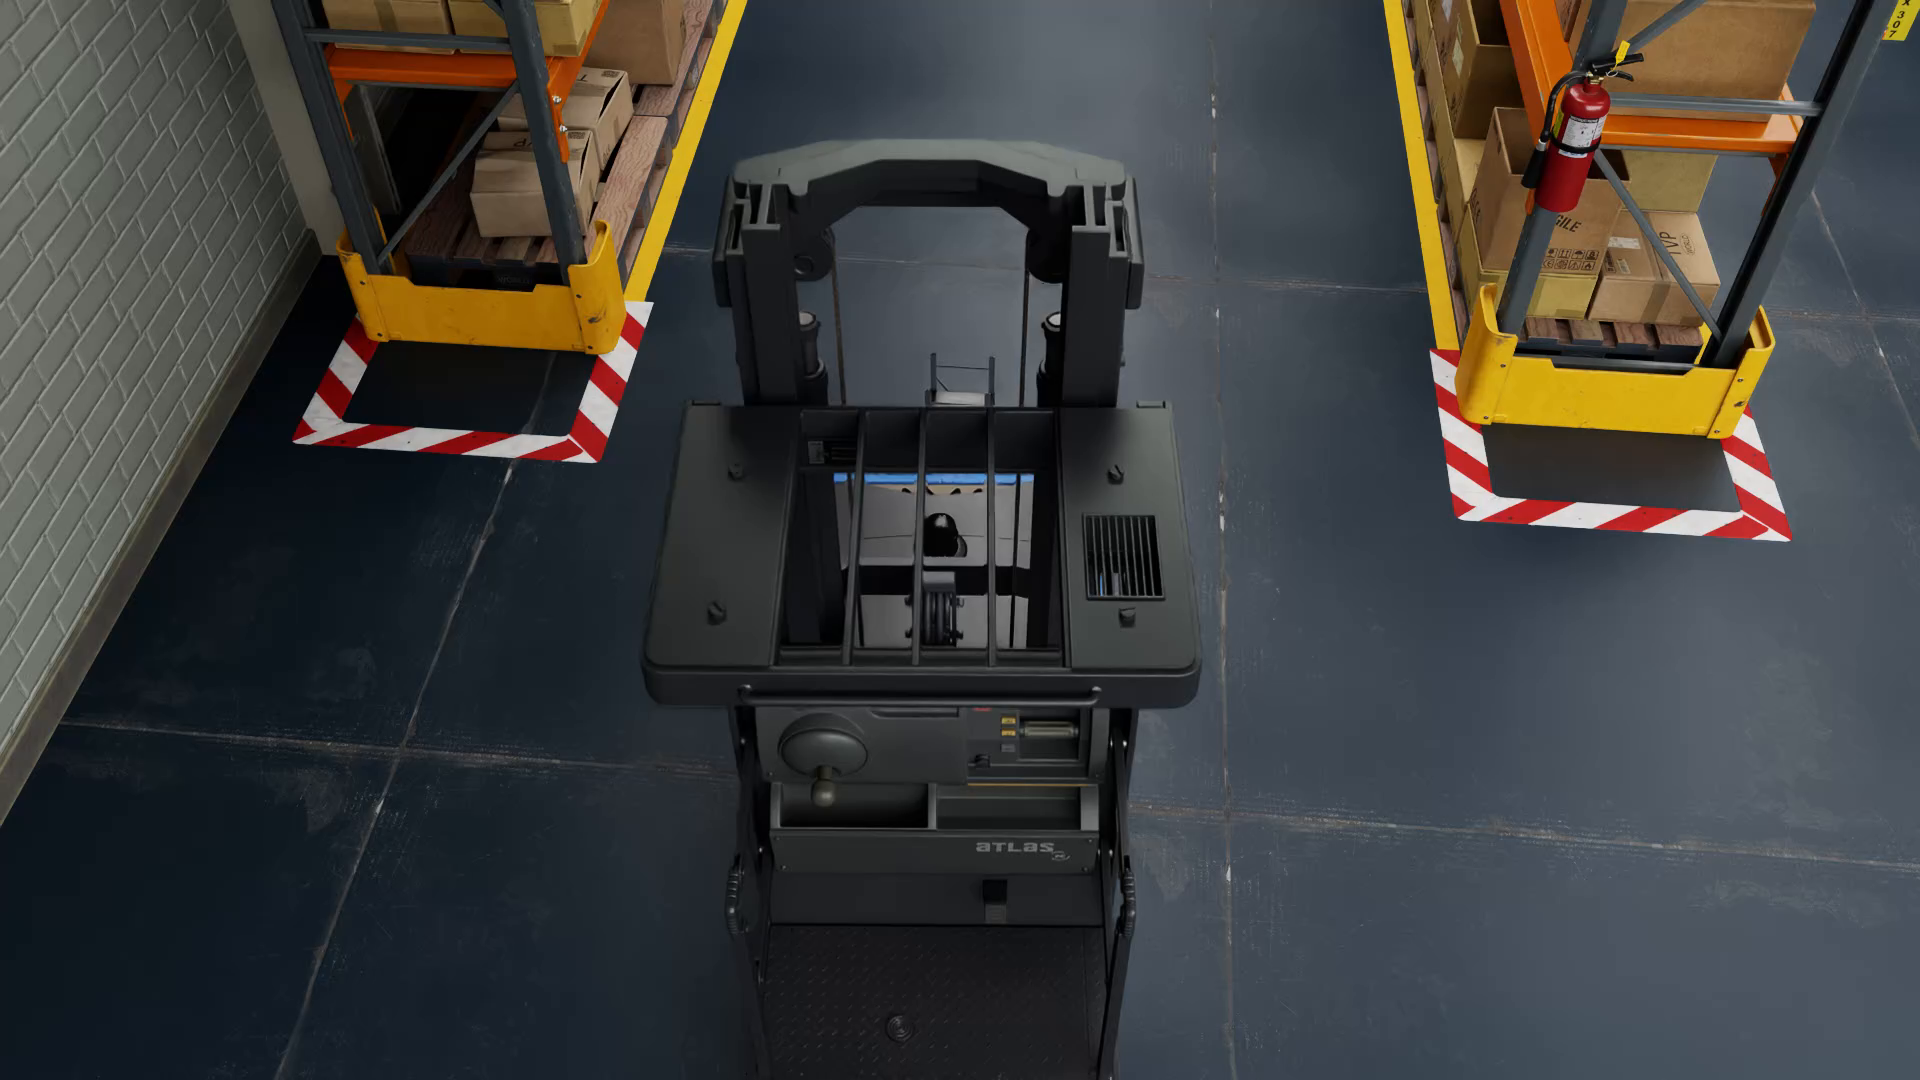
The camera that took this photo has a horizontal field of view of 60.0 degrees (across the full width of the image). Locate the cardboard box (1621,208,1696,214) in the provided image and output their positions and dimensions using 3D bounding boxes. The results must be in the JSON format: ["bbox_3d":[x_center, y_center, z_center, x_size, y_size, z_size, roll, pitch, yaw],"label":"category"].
[{"bbox_3d":[3.097,-1.589,7.776,0.500,0.250,0.500,4,48,4],"label":"cardboard box"}]

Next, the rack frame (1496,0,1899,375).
[{"bbox_3d":[2.785,-1.629,6.233,1.000,3.000,0.127,4,48,4],"label":"rack frame"}]

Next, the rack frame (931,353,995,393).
[{"bbox_3d":[0.010,-0.384,6.518,0.240,0.900,0.006,4,48,4],"label":"rack frame"}]

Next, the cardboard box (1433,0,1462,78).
[{"bbox_3d":[2.661,-2.613,8.203,0.500,0.500,0.500,4,48,4],"label":"cardboard box"}]

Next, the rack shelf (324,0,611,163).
[{"bbox_3d":[-1.967,-3.186,8.145,1.077,0.370,4.000,4,48,4],"label":"rack shelf"}]

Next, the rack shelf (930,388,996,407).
[{"bbox_3d":[0.001,-0.469,6.275,0.258,0.077,0.200,4,48,4],"label":"rack shelf"}]

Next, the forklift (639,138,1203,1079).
[{"bbox_3d":[-0.072,0.607,4.235,1.130,2.935,3.031,0,48,0],"label":"forklift"}]

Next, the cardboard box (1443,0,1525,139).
[{"bbox_3d":[2.614,-2.245,7.868,0.500,0.500,0.500,4,48,4],"label":"cardboard box"}]

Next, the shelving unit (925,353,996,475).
[{"bbox_3d":[0.001,-0.310,6.449,0.258,0.900,0.210,4,48,4],"label":"shelving unit"}]

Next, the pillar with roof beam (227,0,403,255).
[{"bbox_3d":[1.341,-4.267,4.580,9.100,9.000,0.400,4,48,4],"label":"pillar with roof beam"}]

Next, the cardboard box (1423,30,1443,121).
[{"bbox_3d":[2.664,-2.359,8.480,0.500,0.250,0.500,4,48,4],"label":"cardboard box"}]

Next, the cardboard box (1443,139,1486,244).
[{"bbox_3d":[2.573,-1.625,7.808,0.500,0.250,0.500,4,48,4],"label":"cardboard box"}]

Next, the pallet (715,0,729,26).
[{"bbox_3d":[-1.810,-3.461,9.799,1.003,0.211,1.213,4,48,4],"label":"pallet"}]

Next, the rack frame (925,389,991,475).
[{"bbox_3d":[-0.009,-0.235,6.381,0.240,0.900,0.006,4,48,4],"label":"rack frame"}]

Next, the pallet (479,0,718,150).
[{"bbox_3d":[-1.919,-2.563,8.977,1.003,0.211,1.213,4,48,4],"label":"pallet"}]

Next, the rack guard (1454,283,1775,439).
[{"bbox_3d":[2.782,-0.767,7.139,1.175,0.500,0.348,4,48,4],"label":"rack guard"}]

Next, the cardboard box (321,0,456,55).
[{"bbox_3d":[-2.299,-2.272,6.909,0.500,0.250,0.500,4,48,4],"label":"cardboard box"}]

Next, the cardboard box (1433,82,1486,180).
[{"bbox_3d":[2.617,-1.992,8.144,0.500,0.250,0.500,4,48,4],"label":"cardboard box"}]

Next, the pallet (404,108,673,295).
[{"bbox_3d":[-2.033,-1.668,8.159,1.003,0.211,1.213,4,48,4],"label":"pallet"}]

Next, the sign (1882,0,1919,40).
[{"bbox_3d":[3.337,-1.906,5.846,0.100,0.325,0.005,4,48,4],"label":"sign"}]

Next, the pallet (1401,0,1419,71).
[{"bbox_3d":[3.035,-3.045,9.418,1.003,0.211,1.213,4,48,4],"label":"pallet"}]

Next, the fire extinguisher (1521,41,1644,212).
[{"bbox_3d":[2.311,-1.547,6.211,0.296,0.674,0.183,4,48,4],"label":"fire extinguisher"}]

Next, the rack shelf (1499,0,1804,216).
[{"bbox_3d":[2.967,-2.856,7.842,1.077,0.370,4.000,4,48,4],"label":"rack shelf"}]

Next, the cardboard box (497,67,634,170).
[{"bbox_3d":[-1.944,-2.121,8.207,0.500,0.311,0.500,7,48,7],"label":"cardboard box"}]

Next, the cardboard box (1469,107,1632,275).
[{"bbox_3d":[2.537,-1.510,7.195,0.500,0.500,0.500,4,48,4],"label":"cardboard box"}]

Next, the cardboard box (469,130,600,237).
[{"bbox_3d":[-1.996,-1.703,7.824,0.500,0.311,0.500,-1,48,-1],"label":"cardboard box"}]

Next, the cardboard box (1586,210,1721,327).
[{"bbox_3d":[3.055,-1.222,7.439,0.500,0.250,0.500,4,48,4],"label":"cardboard box"}]

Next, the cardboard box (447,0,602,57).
[{"bbox_3d":[-1.788,-2.252,6.891,0.500,0.250,0.500,3,48,2],"label":"cardboard box"}]

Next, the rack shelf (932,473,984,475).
[{"bbox_3d":[0.001,-0.287,6.474,0.258,0.077,0.200,4,48,4],"label":"rack shelf"}]

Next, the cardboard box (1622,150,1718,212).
[{"bbox_3d":[3.099,-1.842,7.499,0.500,0.500,0.500,4,48,4],"label":"cardboard box"}]

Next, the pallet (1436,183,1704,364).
[{"bbox_3d":[2.813,-1.252,7.778,1.003,0.211,1.213,4,48,4],"label":"pallet"}]

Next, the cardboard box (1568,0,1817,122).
[{"bbox_3d":[2.840,-2.005,6.509,0.700,0.500,0.500,4,48,4],"label":"cardboard box"}]

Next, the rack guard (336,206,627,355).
[{"bbox_3d":[-2.142,-1.171,7.508,1.175,0.500,0.348,4,48,4],"label":"rack guard"}]

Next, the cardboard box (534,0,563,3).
[{"bbox_3d":[-1.806,-2.499,6.609,0.500,0.500,0.500,4,48,4],"label":"cardboard box"}]

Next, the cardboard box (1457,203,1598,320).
[{"bbox_3d":[2.539,-1.256,7.471,0.500,0.250,0.500,4,48,4],"label":"cardboard box"}]

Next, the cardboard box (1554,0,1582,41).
[{"bbox_3d":[2.883,-2.391,6.862,0.700,0.500,0.500,5,48,5],"label":"cardboard box"}]

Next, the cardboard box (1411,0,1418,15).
[{"bbox_3d":[2.754,-3.094,9.152,0.500,0.250,0.500,4,48,4],"label":"cardboard box"}]

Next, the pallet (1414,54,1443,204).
[{"bbox_3d":[2.926,-2.146,8.596,1.003,0.211,1.213,4,48,4],"label":"pallet"}]

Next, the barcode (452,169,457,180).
[{"bbox_3d":[-2.393,-1.746,7.858,0.001,0.075,0.075,4,48,4],"label":"barcode"}]

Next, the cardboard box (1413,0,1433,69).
[{"bbox_3d":[2.704,-2.727,8.816,0.500,0.250,0.500,4,48,4],"label":"cardboard box"}]

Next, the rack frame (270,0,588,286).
[{"bbox_3d":[-2.149,-1.959,6.535,1.000,3.000,0.127,4,48,4],"label":"rack frame"}]

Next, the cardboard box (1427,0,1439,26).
[{"bbox_3d":[2.704,-2.980,8.540,0.500,0.500,0.500,4,48,4],"label":"cardboard box"}]

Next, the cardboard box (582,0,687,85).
[{"bbox_3d":[-1.828,-2.721,8.628,0.700,0.500,0.500,1,48,1],"label":"cardboard box"}]
